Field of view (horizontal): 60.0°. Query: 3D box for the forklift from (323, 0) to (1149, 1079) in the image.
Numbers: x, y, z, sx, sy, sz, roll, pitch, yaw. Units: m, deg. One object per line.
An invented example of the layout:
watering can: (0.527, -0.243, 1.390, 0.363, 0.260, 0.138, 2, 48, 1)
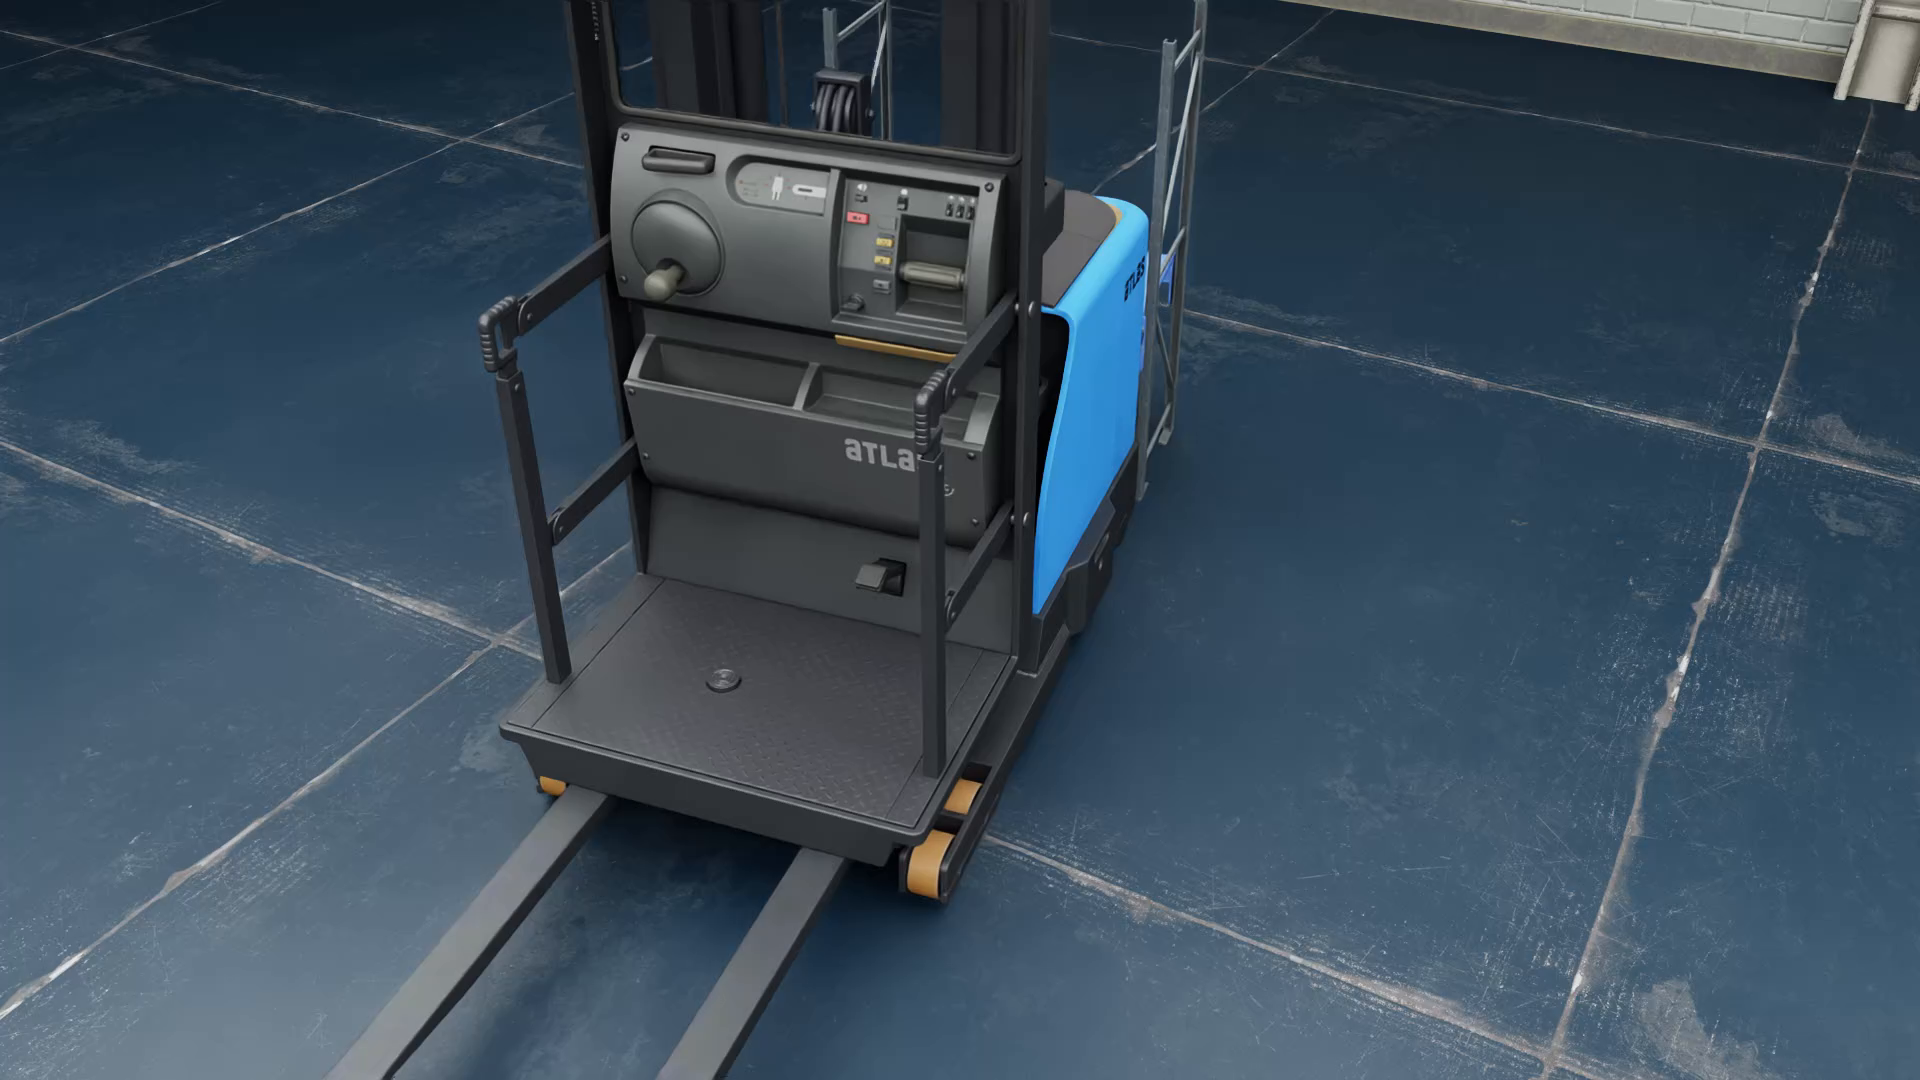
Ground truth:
forklift: (-0.431, -0.625, 3.545, 1.130, 2.935, 3.031, 12, 35, 17)

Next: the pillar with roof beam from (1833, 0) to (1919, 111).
pillar with roof beam: (2.697, -4.013, 3.157, 0.400, 9.000, 9.100, 18, 37, 24)

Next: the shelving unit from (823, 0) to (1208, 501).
shelving unit: (0.173, -0.973, 5.358, 1.048, 1.500, 0.538, 10, 35, 15)

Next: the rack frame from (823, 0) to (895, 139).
rack frame: (-0.309, -1.062, 5.491, 0.032, 1.500, 0.500, 10, 35, 15)

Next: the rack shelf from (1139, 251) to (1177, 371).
rack shelf: (0.173, -0.824, 5.458, 1.000, 0.185, 0.538, 10, 35, 15)

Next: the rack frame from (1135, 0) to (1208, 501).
rack frame: (0.656, -0.885, 5.226, 0.032, 1.500, 0.500, 10, 35, 15)
